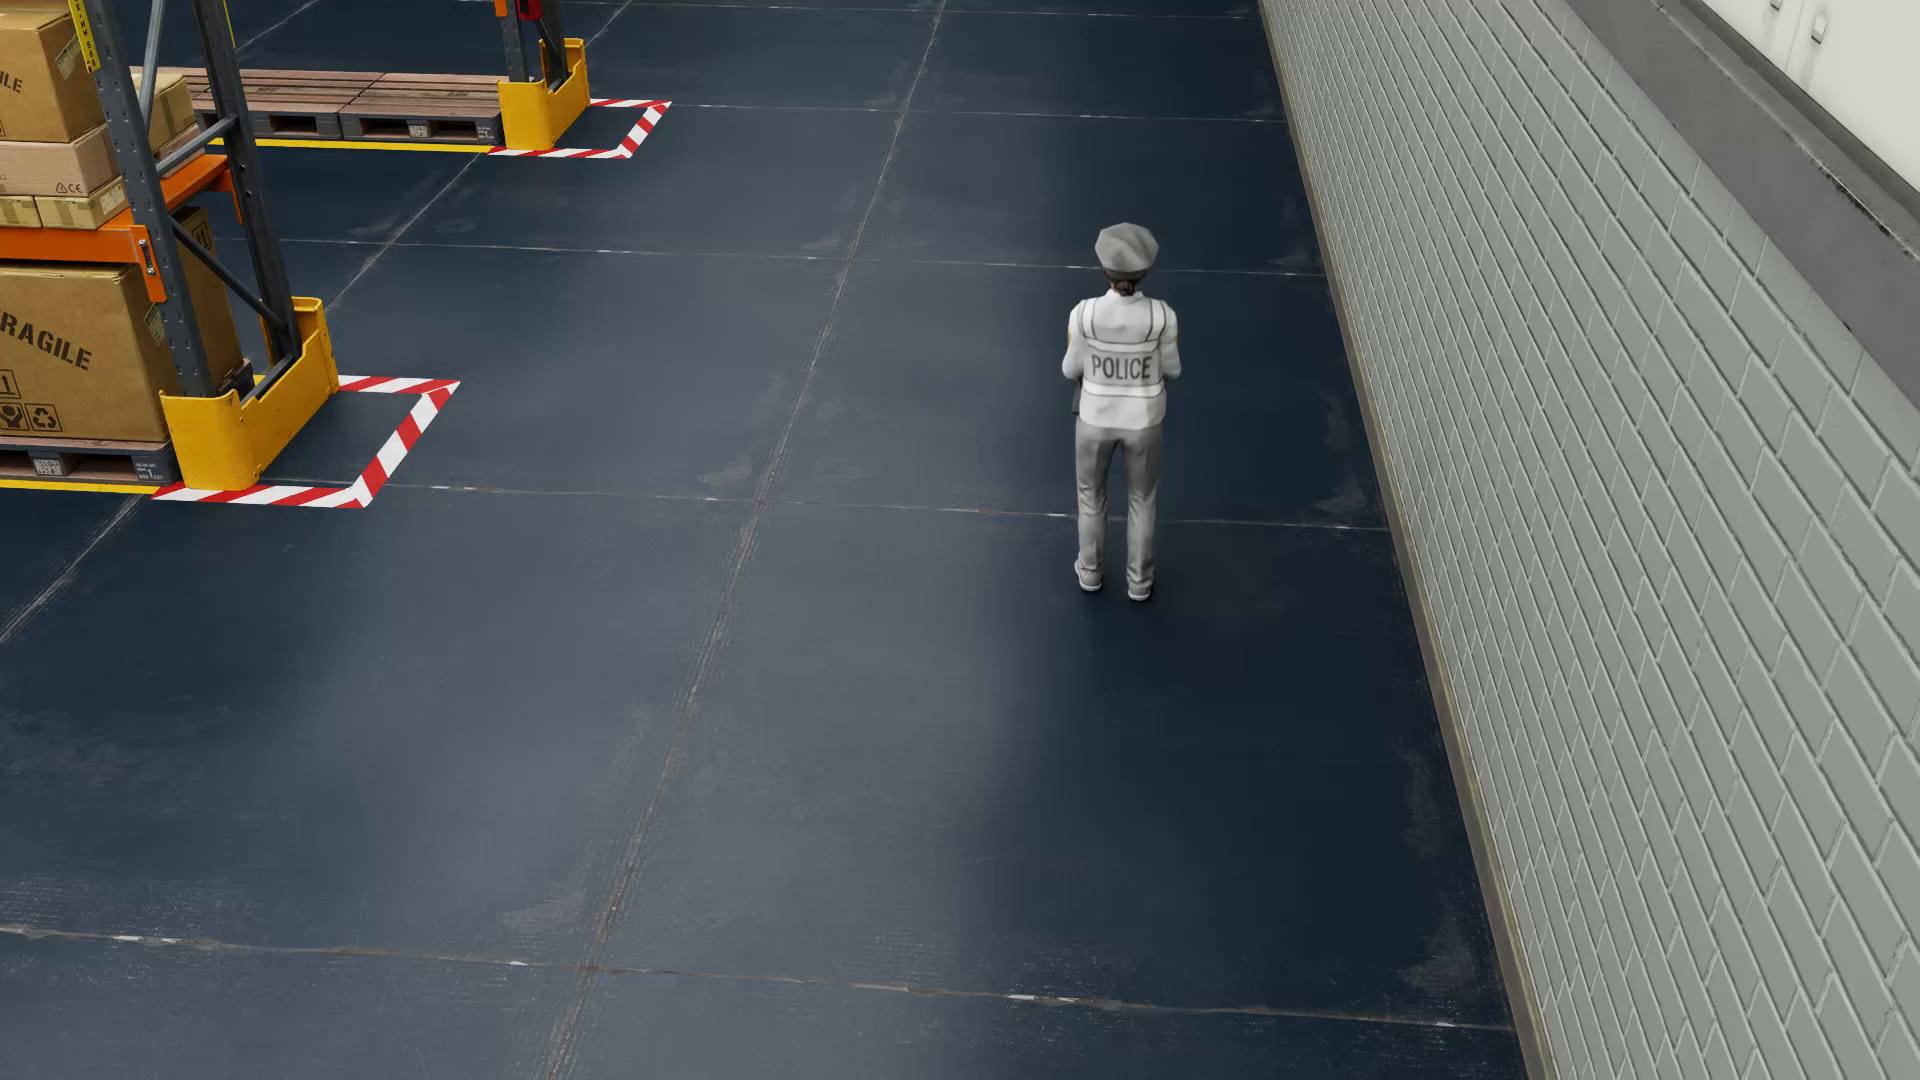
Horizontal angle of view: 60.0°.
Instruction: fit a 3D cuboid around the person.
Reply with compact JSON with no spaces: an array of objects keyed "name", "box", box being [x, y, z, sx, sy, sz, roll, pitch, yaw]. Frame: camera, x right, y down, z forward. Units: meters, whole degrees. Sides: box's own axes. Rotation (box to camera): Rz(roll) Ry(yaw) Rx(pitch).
[{"name":"person","box":[0.665,-0.541,6.967,0.482,1.692,0.517,2,32,4]}]
